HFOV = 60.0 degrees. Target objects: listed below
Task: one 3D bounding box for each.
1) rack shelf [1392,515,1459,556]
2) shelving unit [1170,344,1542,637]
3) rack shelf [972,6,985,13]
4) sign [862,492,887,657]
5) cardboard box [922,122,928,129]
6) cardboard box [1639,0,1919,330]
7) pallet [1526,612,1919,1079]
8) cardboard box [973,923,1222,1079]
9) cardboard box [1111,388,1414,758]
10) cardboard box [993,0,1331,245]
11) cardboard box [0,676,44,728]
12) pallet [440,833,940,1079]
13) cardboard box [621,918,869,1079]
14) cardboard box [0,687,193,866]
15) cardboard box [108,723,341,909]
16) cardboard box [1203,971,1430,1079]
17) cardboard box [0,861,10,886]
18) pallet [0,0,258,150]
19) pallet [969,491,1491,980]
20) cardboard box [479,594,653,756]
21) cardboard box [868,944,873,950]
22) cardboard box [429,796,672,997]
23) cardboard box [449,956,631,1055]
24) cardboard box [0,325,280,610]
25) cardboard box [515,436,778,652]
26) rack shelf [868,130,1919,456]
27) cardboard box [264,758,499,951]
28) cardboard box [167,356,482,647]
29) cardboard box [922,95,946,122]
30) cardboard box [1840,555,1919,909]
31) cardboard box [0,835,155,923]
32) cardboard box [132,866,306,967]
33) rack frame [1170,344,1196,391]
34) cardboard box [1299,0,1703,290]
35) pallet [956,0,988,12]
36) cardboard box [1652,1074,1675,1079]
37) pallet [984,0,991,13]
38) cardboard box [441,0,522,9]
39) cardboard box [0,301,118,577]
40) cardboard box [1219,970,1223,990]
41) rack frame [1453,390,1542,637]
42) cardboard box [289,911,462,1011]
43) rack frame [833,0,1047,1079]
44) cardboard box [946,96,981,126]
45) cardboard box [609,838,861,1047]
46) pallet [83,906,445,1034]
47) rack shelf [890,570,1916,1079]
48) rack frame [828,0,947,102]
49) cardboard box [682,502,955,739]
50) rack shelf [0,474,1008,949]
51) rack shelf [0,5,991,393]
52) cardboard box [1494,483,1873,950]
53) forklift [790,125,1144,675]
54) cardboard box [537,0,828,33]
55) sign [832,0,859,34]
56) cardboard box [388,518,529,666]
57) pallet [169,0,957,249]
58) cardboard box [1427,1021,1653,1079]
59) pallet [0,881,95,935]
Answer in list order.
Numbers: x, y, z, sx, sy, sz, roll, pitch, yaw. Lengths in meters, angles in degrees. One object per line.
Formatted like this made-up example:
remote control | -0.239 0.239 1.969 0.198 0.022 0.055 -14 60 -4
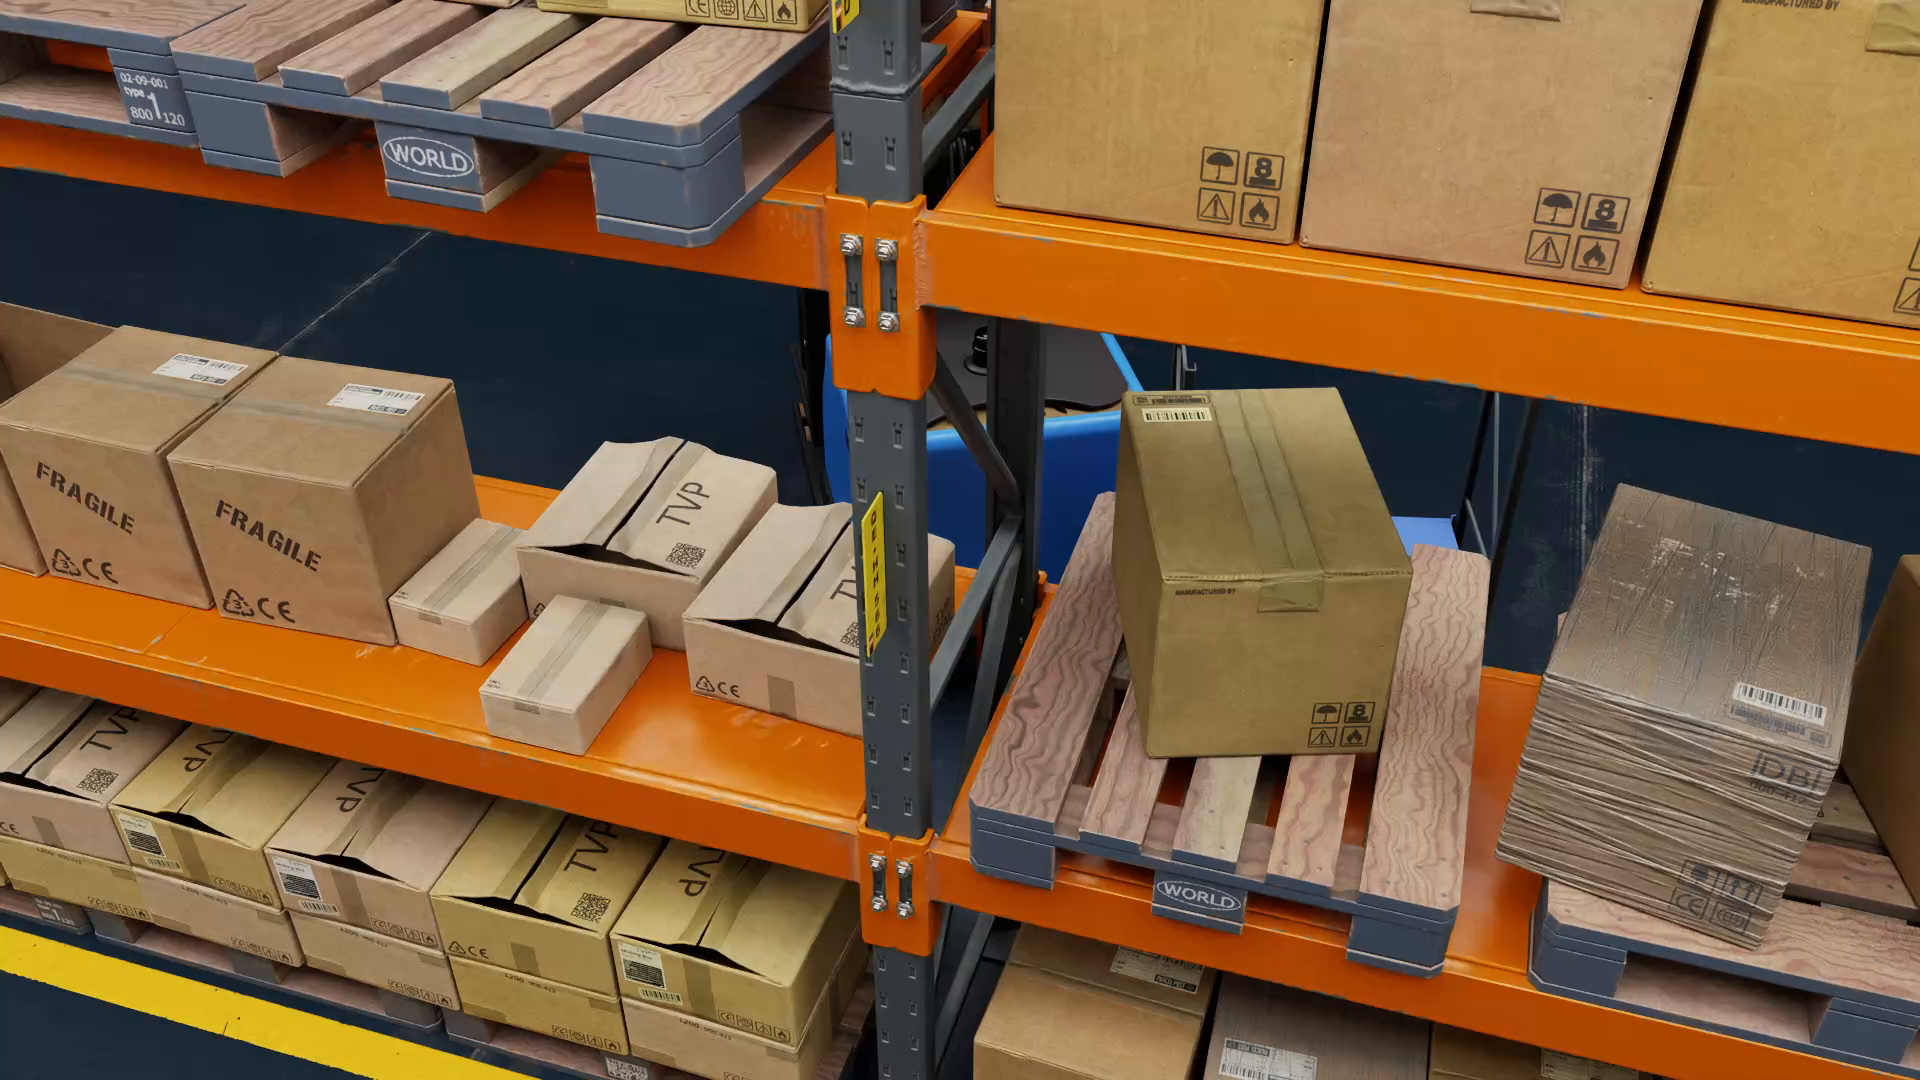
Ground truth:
rack shelf | 1.204 0.121 5.624 1.000 0.185 0.538 2 36 3
shelving unit | 1.204 -0.024 5.518 1.048 1.500 0.538 2 36 3
rack shelf | -0.435 -2.647 8.423 4.000 0.370 1.077 10 38 14
sign | -0.161 0.068 3.150 0.005 0.325 0.100 10 38 14
cardboard box | -0.168 -2.080 8.784 0.500 0.500 0.700 10 38 14
cardboard box | 1.411 -0.788 2.676 0.500 0.500 0.910 10 38 14
pallet | 1.859 0.638 3.514 1.213 0.211 1.003 10 38 14
cardboard box | 0.350 1.292 4.202 0.500 0.500 0.500 12 38 16
cardboard box | 0.636 0.058 3.702 0.500 0.500 0.700 -1 36 -2
cardboard box | 0.427 -0.970 2.923 0.500 0.500 0.910 10 38 14
cardboard box | -3.021 0.531 4.991 0.500 0.311 0.500 10 38 13
pallet | -0.773 1.175 4.975 1.213 0.211 1.003 10 38 14
cardboard box | -0.574 1.203 4.550 0.500 0.250 0.500 11 38 15
cardboard box | -2.526 0.622 4.867 0.500 0.311 0.500 9 37 12
cardboard box | -2.029 0.710 4.747 0.500 0.311 0.500 12 38 15
cardboard box | 0.852 1.381 4.081 0.500 0.500 0.500 9 37 12
cardboard box | -3.018 0.754 5.161 0.500 0.250 0.500 11 38 15
pallet | -1.742 -1.177 3.448 1.213 0.211 1.003 12 38 16
pallet | 0.669 0.377 3.869 1.003 0.211 1.213 10 38 14
cardboard box | -0.940 0.319 3.999 0.250 0.149 0.380 10 38 14
cardboard box | -0.411 0.900 4.963 0.500 0.250 0.500 10 38 14
cardboard box | -1.070 0.891 4.501 0.500 0.311 0.500 10 38 13
cardboard box | -1.067 1.114 4.671 0.500 0.250 0.500 10 38 13
cardboard box | -2.108 -0.201 4.408 0.500 0.500 0.500 11 38 14
cardboard box | -0.795 -0.012 4.311 0.500 0.311 0.500 10 38 13
rack shelf | 1.910 -0.345 2.764 4.000 0.370 1.077 10 38 14
cardboard box | -1.551 0.800 4.625 0.500 0.311 0.500 10 38 14
cardboard box | -1.606 -0.108 4.281 0.500 0.500 0.500 9 37 11
cardboard box | -0.246 -2.378 8.555 0.500 0.250 0.500 10 38 14
cardboard box | 2.114 0.440 3.183 0.500 0.500 0.700 2 36 2
cardboard box | -2.523 0.844 5.038 0.500 0.250 0.500 9 37 12
cardboard box | -2.038 0.934 4.915 0.500 0.250 0.500 11 38 15
rack frame | 0.696 -0.043 5.544 0.032 1.500 0.500 2 36 3
cardboard box | 0.914 -0.880 2.800 0.500 0.500 0.910 10 38 14
pallet | -0.427 -2.833 8.230 1.213 0.211 1.003 10 38 14
cardboard box | 1.829 1.562 3.835 0.500 0.500 0.500 9 37 12
pallet | 0.762 -2.572 7.876 1.003 0.211 1.213 10 38 14
cardboard box | -0.955 -1.228 3.129 0.500 0.250 0.500 11 38 15
cardboard box | -2.586 -0.289 4.528 0.500 0.500 0.500 13 38 17
cardboard box | 0.964 1.082 4.487 0.500 0.500 0.500 12 38 16
rack frame | 1.711 -0.005 5.492 0.032 1.500 0.500 2 36 3
cardboard box | -1.546 1.024 4.794 0.500 0.250 0.500 11 38 15
rack frame | 0.001 0.220 3.921 0.127 3.000 1.000 10 38 14
cardboard box | 0.246 -2.290 8.436 0.500 0.250 0.500 11 38 15
cardboard box | -0.572 0.979 4.381 0.500 0.311 0.500 11 38 15
pallet | -1.934 0.959 5.269 1.213 0.211 1.003 10 38 14
rack shelf | 1.910 0.863 3.654 4.000 0.370 1.077 10 38 14
rack frame | 0.001 -2.196 2.142 0.127 3.000 1.000 10 38 14
cardboard box | -0.333 0.167 4.068 0.500 0.311 0.500 13 38 17
rack shelf | -1.908 0.156 4.614 4.000 0.370 1.077 10 38 14
rack shelf | -1.908 -1.052 3.725 4.000 0.370 1.077 10 38 14
cardboard box | 1.452 0.328 3.335 0.500 0.500 0.700 18 40 22
forklift | -0.125 -1.543 6.373 1.130 2.935 3.031 -7 37 -9
cardboard box | -0.449 -1.145 3.017 0.500 0.250 0.500 8 37 10
sign | -0.172 -0.916 2.430 0.005 0.325 0.100 10 38 14
cardboard box | -1.233 0.128 4.258 0.250 0.149 0.380 13 38 17
pallet | -0.673 -0.981 3.182 1.003 0.211 1.213 12 38 16
cardboard box | 1.329 1.473 3.956 0.500 0.500 0.500 10 38 13
pallet | -3.102 0.744 5.561 1.213 0.211 1.003 10 38 14
